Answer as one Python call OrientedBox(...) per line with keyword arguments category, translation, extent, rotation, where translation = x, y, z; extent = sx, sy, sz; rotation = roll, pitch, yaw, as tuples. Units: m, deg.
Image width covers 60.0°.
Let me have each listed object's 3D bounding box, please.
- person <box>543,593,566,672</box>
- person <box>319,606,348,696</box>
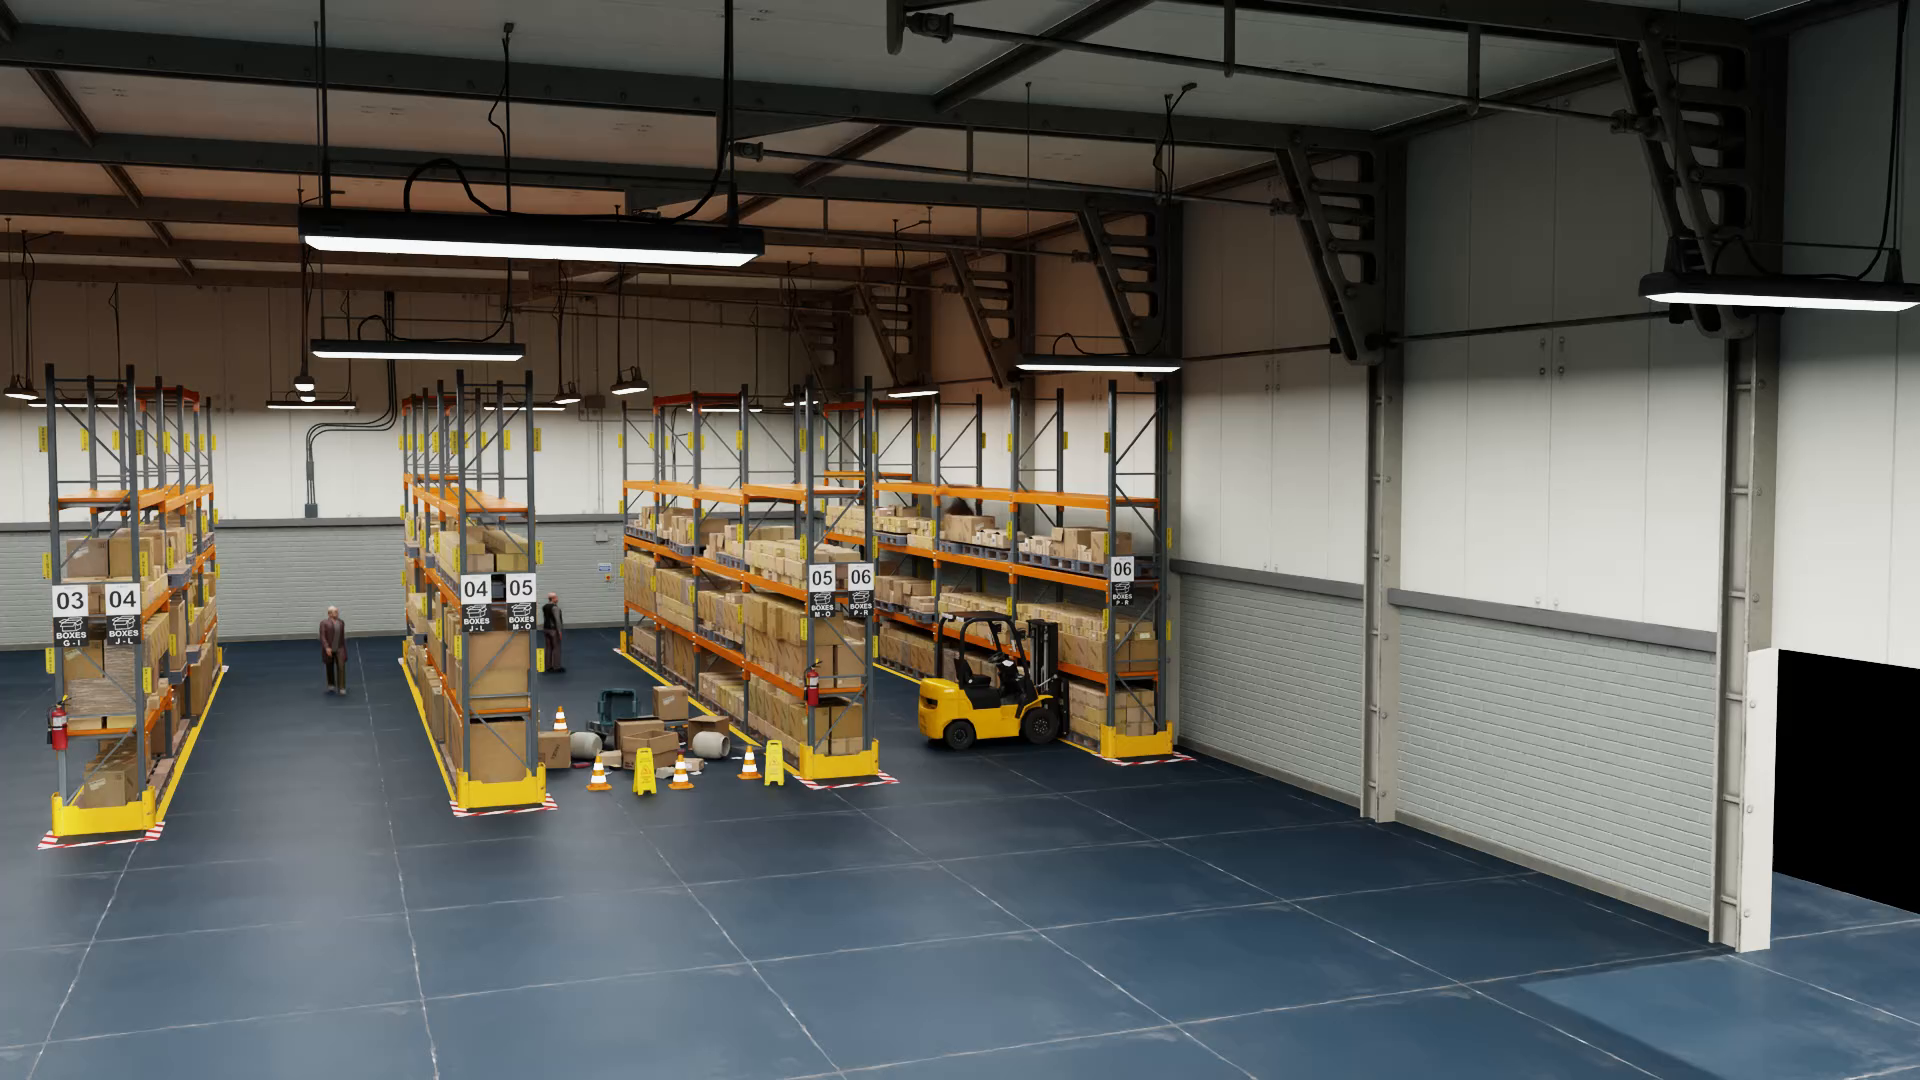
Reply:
OrientedBox(category="person", translation=(-8.870, 2.106, 36.352), extent=(0.585, 1.526, 0.411), rotation=(3, 4, 40))
OrientedBox(category="person", translation=(-12.444, 2.182, 33.042), extent=(0.530, 1.728, 1.047), rotation=(-1, 4, -23))
